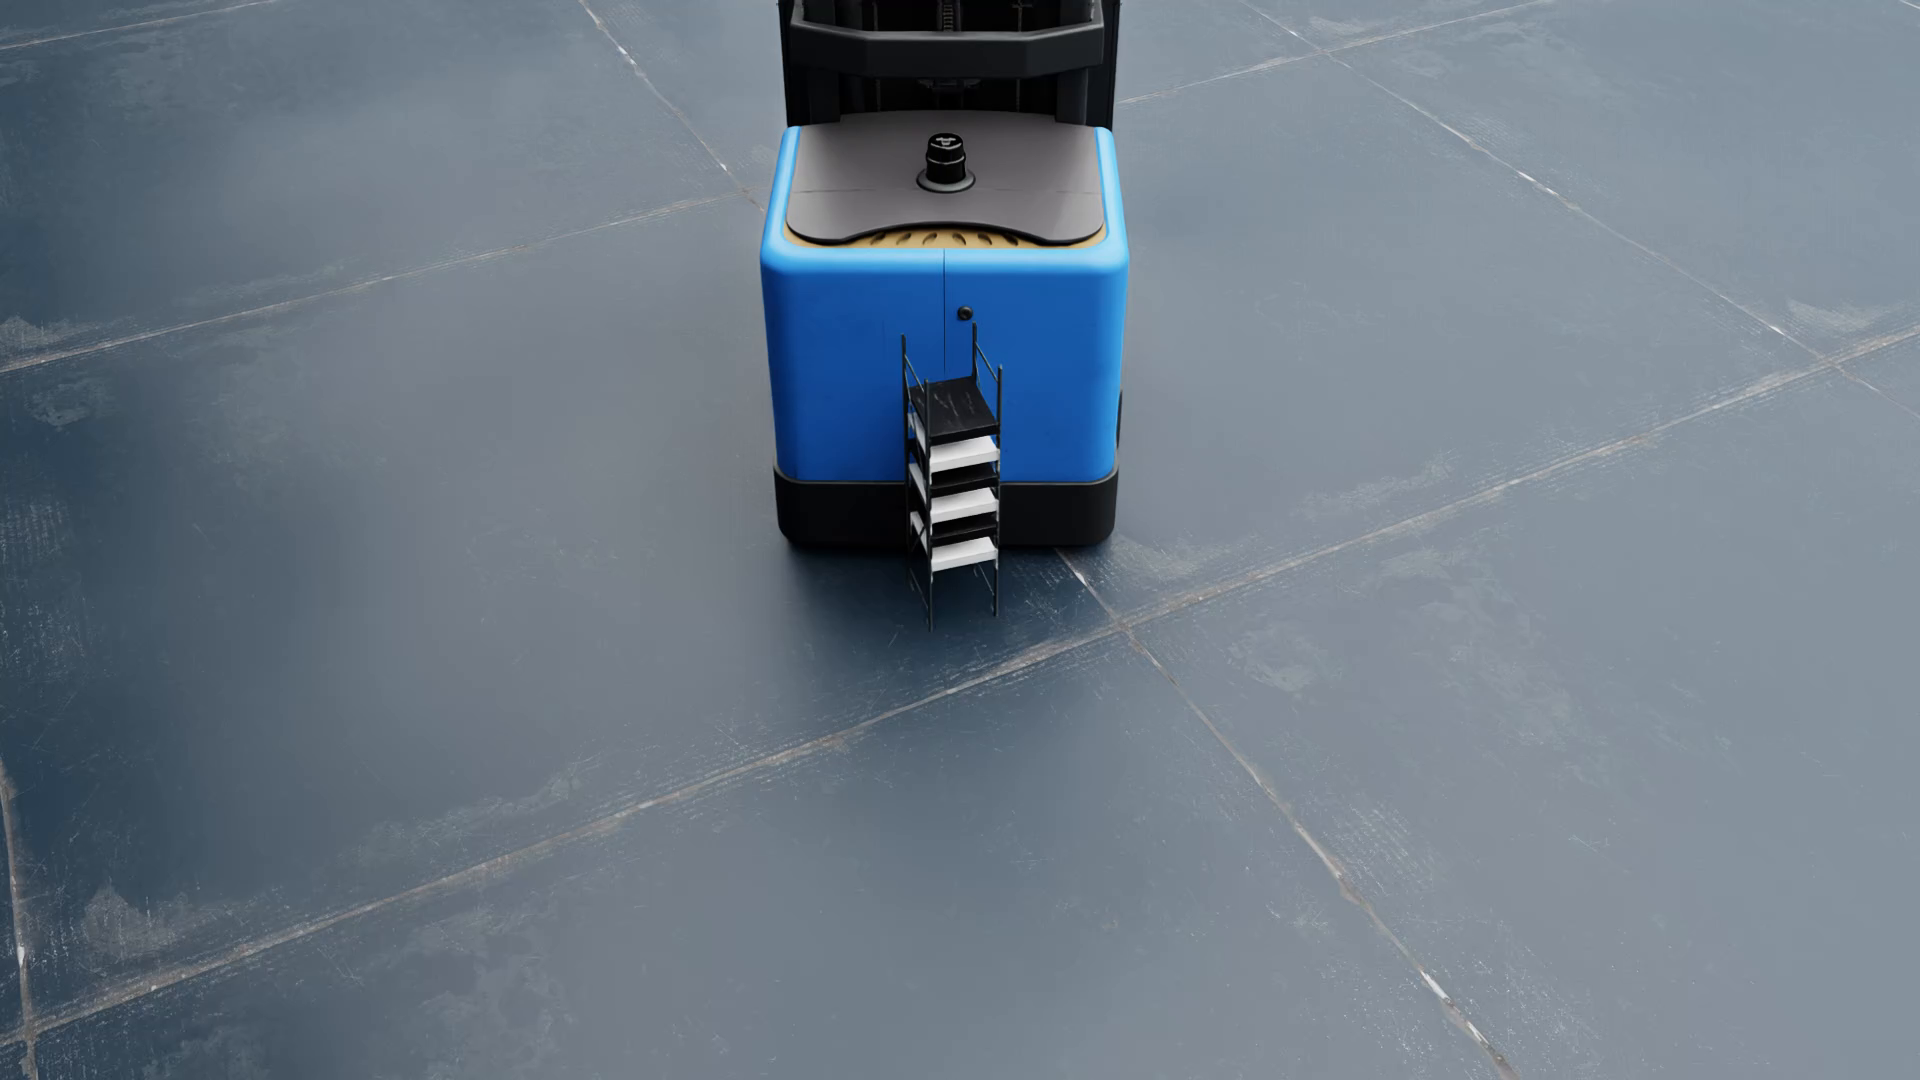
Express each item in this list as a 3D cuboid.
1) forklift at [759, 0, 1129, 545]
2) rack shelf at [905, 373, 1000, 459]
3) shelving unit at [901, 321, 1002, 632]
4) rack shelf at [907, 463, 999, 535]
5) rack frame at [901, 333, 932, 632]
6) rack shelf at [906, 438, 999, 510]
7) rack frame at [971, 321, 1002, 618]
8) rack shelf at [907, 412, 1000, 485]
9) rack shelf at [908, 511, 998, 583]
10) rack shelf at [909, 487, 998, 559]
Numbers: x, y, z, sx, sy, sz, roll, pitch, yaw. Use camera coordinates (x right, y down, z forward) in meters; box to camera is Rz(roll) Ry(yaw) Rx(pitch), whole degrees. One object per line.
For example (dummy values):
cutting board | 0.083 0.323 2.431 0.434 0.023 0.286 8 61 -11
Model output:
forklift | -0.032 -2.027 5.376 1.130 2.935 3.031 0 40 0
rack shelf | -0.024 -0.345 4.594 0.200 0.077 0.258 -11 42 -13
shelving unit | -0.024 -0.164 4.747 0.210 0.900 0.258 -11 42 -13
rack shelf | -0.024 -0.139 4.769 0.200 0.077 0.258 -11 42 -13
rack frame | -0.121 -0.144 4.724 0.006 0.900 0.240 -11 42 -13
rack shelf | -0.024 -0.207 4.711 0.200 0.077 0.258 -11 42 -13
rack frame | 0.073 -0.184 4.771 0.006 0.900 0.240 -11 42 -13
rack shelf | -0.024 -0.276 4.653 0.200 0.077 0.258 -11 42 -13
rack shelf | -0.024 -0.001 4.885 0.200 0.077 0.258 -11 42 -13
rack shelf | -0.024 -0.070 4.827 0.200 0.077 0.258 -11 42 -13
